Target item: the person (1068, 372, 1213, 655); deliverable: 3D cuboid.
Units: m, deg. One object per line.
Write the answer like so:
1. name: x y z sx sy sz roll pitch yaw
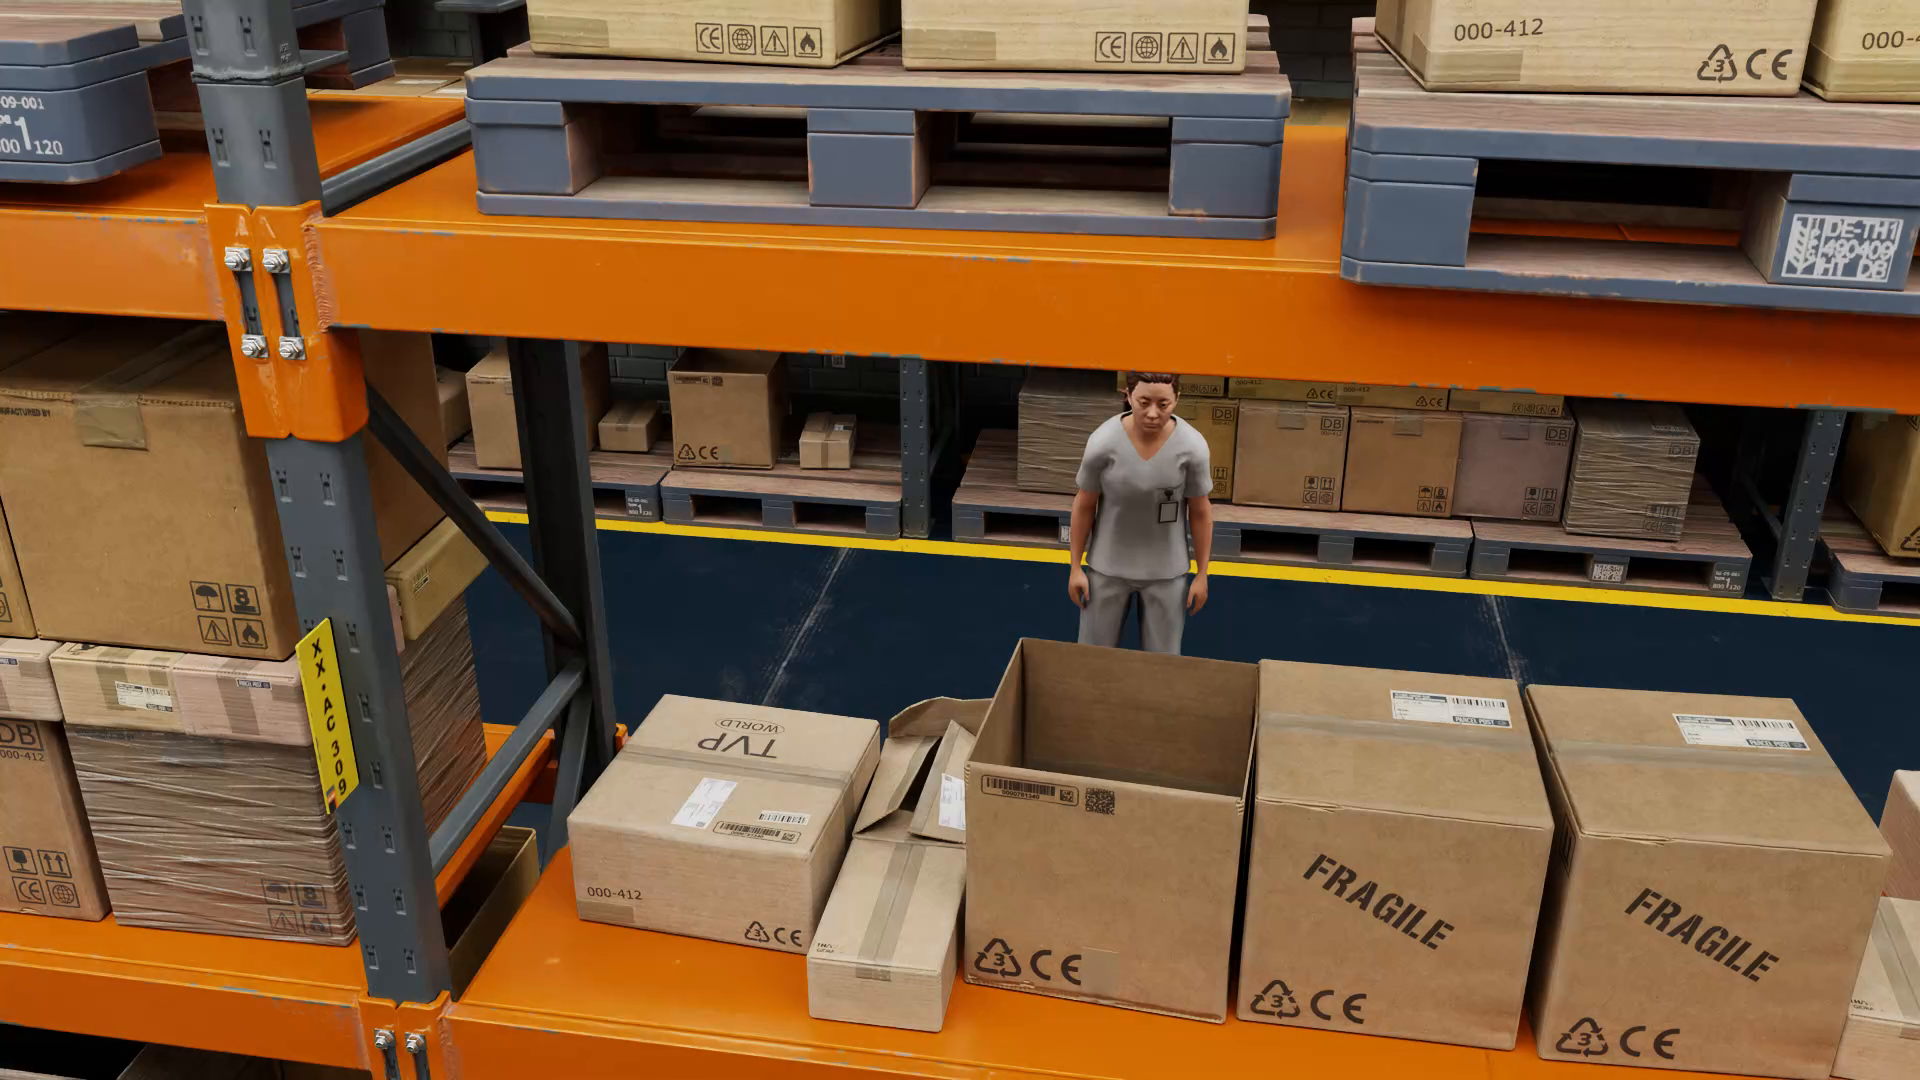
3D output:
1. person: 0.618 0.126 5.839 0.513 1.673 0.353 3 25 6
